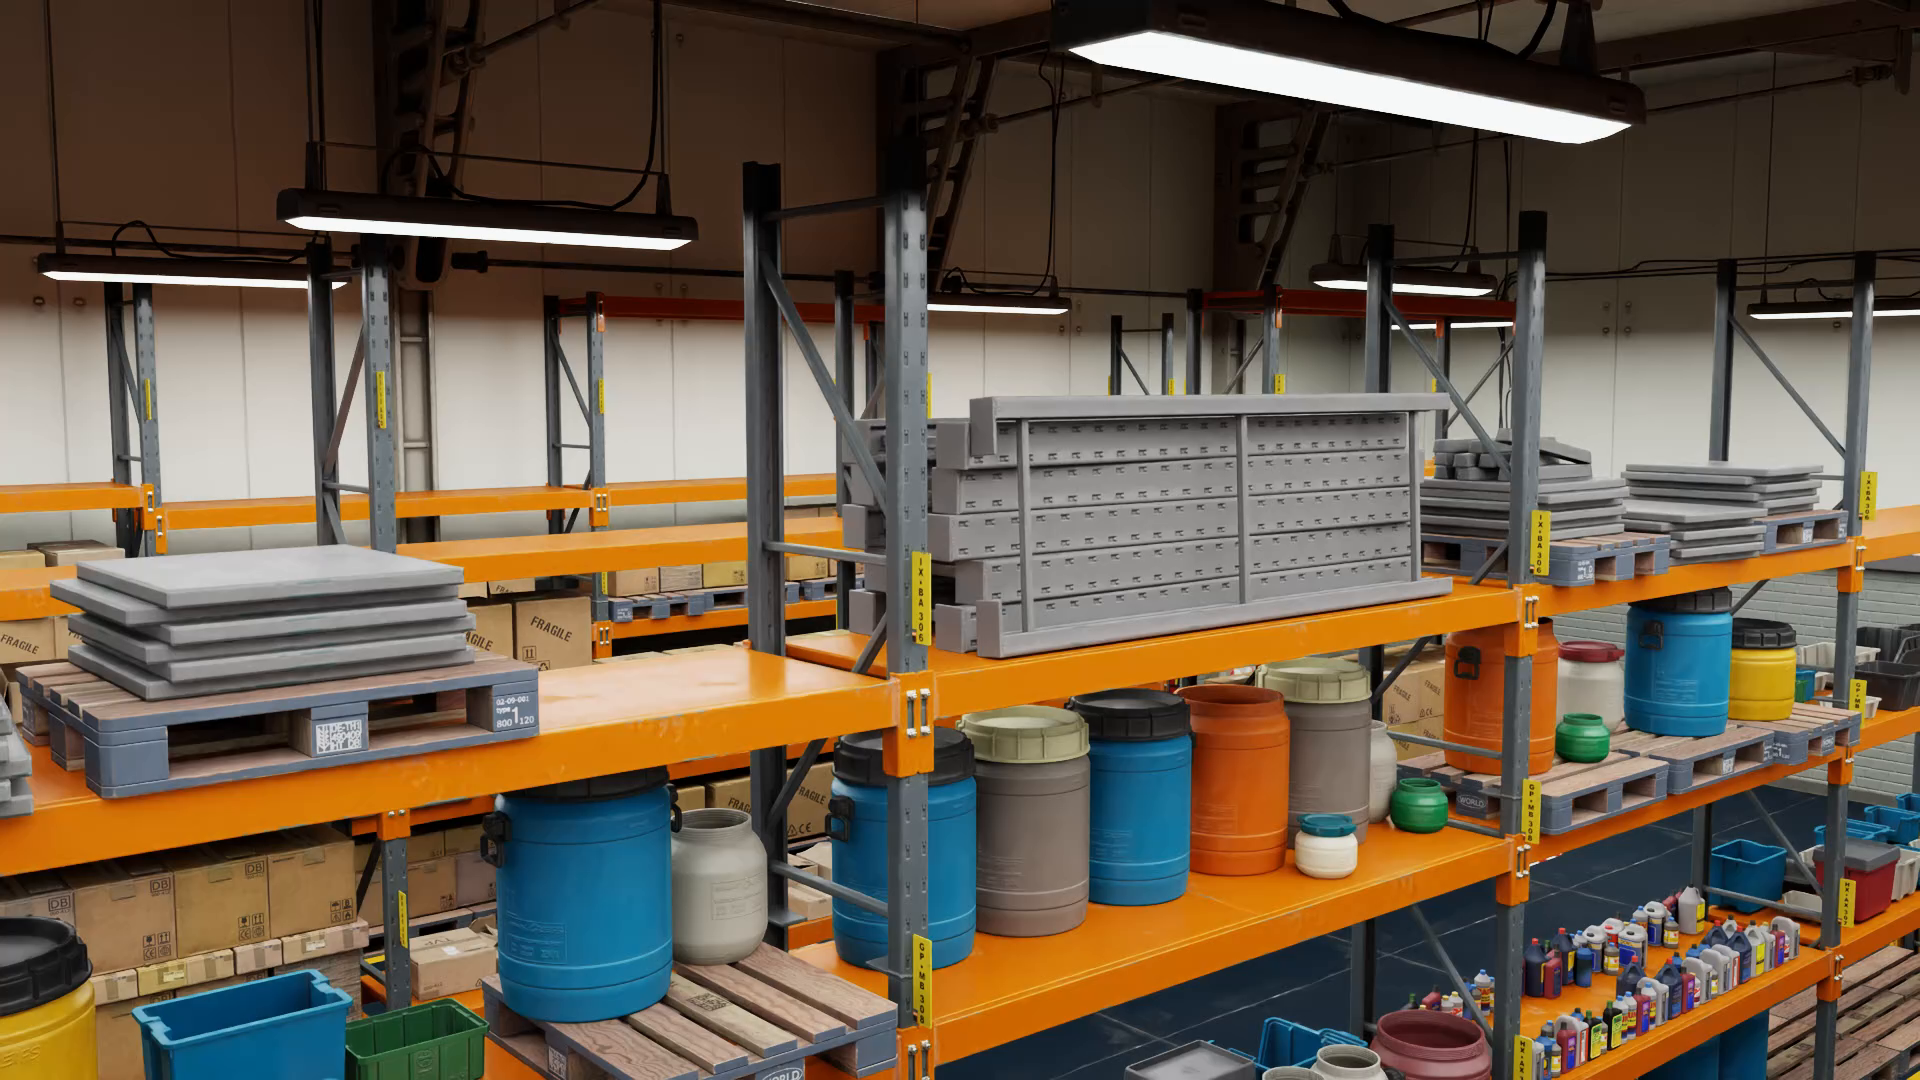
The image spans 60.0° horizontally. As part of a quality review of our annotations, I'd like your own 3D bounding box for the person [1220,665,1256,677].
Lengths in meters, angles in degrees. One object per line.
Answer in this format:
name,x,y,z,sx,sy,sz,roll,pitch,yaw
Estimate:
person,3.642,2.179,21.749,0.626,1.775,0.616,-1,6,-14
